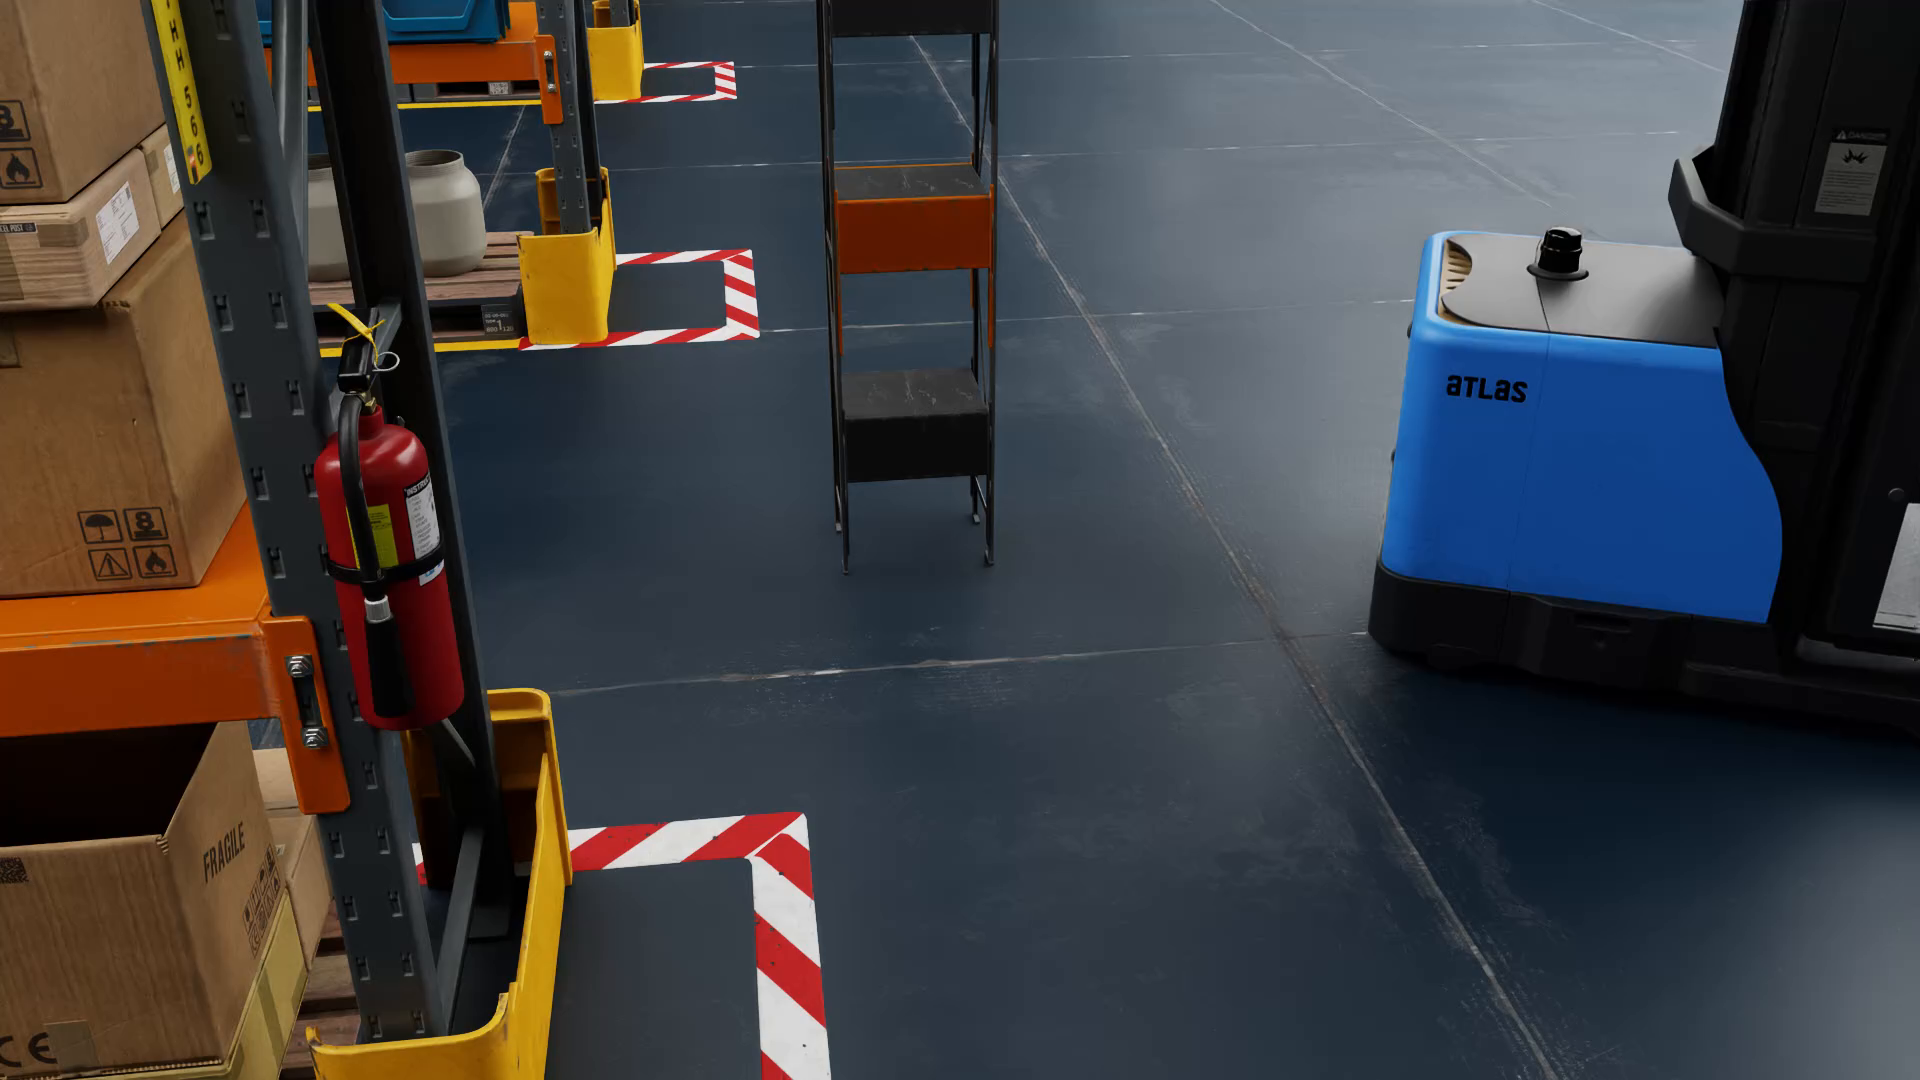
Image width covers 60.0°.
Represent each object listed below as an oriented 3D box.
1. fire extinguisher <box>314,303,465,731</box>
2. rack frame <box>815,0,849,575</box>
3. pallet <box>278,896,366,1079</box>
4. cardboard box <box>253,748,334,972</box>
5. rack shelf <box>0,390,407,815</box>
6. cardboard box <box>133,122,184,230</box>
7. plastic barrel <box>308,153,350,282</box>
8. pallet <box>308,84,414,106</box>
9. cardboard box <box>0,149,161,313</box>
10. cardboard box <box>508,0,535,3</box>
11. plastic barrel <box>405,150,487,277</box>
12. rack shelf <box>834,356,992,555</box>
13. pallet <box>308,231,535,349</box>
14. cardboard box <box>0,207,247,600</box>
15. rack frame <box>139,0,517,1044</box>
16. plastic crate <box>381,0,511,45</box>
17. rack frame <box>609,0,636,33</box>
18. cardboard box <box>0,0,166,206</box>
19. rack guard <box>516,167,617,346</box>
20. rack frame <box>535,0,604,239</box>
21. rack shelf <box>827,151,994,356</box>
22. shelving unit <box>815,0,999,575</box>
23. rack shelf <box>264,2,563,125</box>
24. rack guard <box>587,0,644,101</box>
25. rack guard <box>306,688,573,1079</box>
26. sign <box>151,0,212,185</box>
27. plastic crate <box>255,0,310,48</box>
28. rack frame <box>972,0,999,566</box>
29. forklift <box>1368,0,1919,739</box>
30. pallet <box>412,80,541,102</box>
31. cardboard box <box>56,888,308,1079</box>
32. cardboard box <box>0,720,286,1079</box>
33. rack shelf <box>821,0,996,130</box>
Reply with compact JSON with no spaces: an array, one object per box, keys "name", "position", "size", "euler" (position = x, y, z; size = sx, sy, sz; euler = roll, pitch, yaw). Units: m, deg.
[{"name":"fire extinguisher","position":[-0.907,-0.027,2.601],"size":[0.183,0.674,0.296],"euler":[-4,27,-7]},{"name":"rack frame","position":[-0.406,-0.908,5.220],"size":[0.015,2.100,0.400],"euler":[-4,27,-7]},{"name":"pallet","position":[-1.840,1.045,3.483],"size":[1.213,0.211,1.003],"euler":[-4,27,-7]},{"name":"cardboard box","position":[-1.650,0.707,3.639],"size":[0.500,0.250,0.500],"euler":[-4,27,-7]},{"name":"rack shelf","position":[-3.069,0.184,2.894],"size":[4.000,0.370,1.077],"euler":[-4,27,-7]},{"name":"cardboard box","position":[-1.507,-0.669,2.948],"size":[0.250,0.149,0.380],"euler":[-4,27,-7]},{"name":"plastic barrel","position":[-2.912,-1.475,7.604],"size":[0.421,0.512,0.421],"euler":[0,27,0]},{"name":"pallet","position":[-4.555,-3.385,12.116],"size":[1.213,0.211,1.003],"euler":[-4,27,-7]},{"name":"cardboard box","position":[-1.440,-0.486,2.592],"size":[0.250,0.149,0.380],"euler":[-4,27,-8]},{"name":"cardboard box","position":[-3.086,-3.785,12.118],"size":[0.500,0.500,0.500],"euler":[1,27,2]},{"name":"plastic barrel","position":[-2.416,-1.507,7.666],"size":[0.421,0.512,0.421],"euler":[0,27,0]},{"name":"rack shelf","position":[-0.164,-0.289,5.576],"size":[0.480,0.518,0.431],"euler":[-4,27,-7]},{"name":"pallet","position":[-2.649,-1.187,7.832],"size":[1.213,0.211,1.003],"euler":[-4,27,-7]},{"name":"cardboard box","position":[-1.552,-0.284,2.908],"size":[0.500,0.500,0.700],"euler":[-4,27,-7]},{"name":"rack frame","position":[-1.088,-0.264,2.978],"size":[0.127,3.000,1.000],"euler":[-4,27,-7]},{"name":"plastic crate","position":[-2.229,-2.270,7.051],"size":[0.616,0.251,0.499],"euler":[-4,27,-7]},{"name":"rack frame","position":[-2.465,-4.742,11.706],"size":[0.127,3.000,1.000],"euler":[-4,27,-7]},{"name":"cardboard box","position":[-1.605,-0.858,2.606],"size":[0.500,0.500,0.700],"euler":[-4,27,-7]},{"name":"rack guard","position":[-1.843,-1.365,7.862],"size":[0.348,0.500,1.175],"euler":[-4,27,-7]},{"name":"rack frame","position":[-1.775,-2.503,7.342],"size":[0.127,3.000,1.000],"euler":[-4,27,-7]},{"name":"rack shelf","position":[-0.164,-0.912,5.256],"size":[0.480,0.518,0.431],"euler":[-4,27,-7]},{"name":"shelving unit","position":[-0.164,-0.924,5.250],"size":[0.503,2.100,0.431],"euler":[-4,27,-7]},{"name":"rack shelf","position":[-3.755,-2.056,7.259],"size":[4.000,0.370,1.077],"euler":[-4,27,-7]},{"name":"rack guard","position":[-2.540,-3.625,12.267],"size":[0.348,0.500,1.175],"euler":[-4,27,-7]},{"name":"rack guard","position":[-1.065,0.847,3.552],"size":[0.348,0.500,1.175],"euler":[-4,27,-7]},{"name":"sign","position":[-1.027,-0.638,2.180],"size":[0.005,0.325,0.100],"euler":[-4,27,-7]},{"name":"plastic crate","position":[-2.873,-2.231,6.975],"size":[0.408,0.251,0.499],"euler":[-4,27,-7]},{"name":"rack frame","position":[0.078,-0.939,5.280],"size":[0.015,2.100,0.400],"euler":[-4,27,-7]},{"name":"forklift","position":[2.815,-0.960,4.411],"size":[3.031,2.935,1.130],"euler":[8,28,14]},{"name":"pallet","position":[-3.349,-3.461,12.264],"size":[1.213,0.211,1.003],"euler":[-4,27,-7]},{"name":"cardboard box","position":[-1.578,0.941,3.183],"size":[0.500,0.250,0.500],"euler":[-4,27,-7]},{"name":"cardboard box","position":[-1.578,0.608,3.010],"size":[0.500,0.500,0.500],"euler":[-4,27,-7]},{"name":"rack shelf","position":[-0.164,-1.534,4.937],"size":[0.480,0.518,0.431],"euler":[-4,27,-7]}]
